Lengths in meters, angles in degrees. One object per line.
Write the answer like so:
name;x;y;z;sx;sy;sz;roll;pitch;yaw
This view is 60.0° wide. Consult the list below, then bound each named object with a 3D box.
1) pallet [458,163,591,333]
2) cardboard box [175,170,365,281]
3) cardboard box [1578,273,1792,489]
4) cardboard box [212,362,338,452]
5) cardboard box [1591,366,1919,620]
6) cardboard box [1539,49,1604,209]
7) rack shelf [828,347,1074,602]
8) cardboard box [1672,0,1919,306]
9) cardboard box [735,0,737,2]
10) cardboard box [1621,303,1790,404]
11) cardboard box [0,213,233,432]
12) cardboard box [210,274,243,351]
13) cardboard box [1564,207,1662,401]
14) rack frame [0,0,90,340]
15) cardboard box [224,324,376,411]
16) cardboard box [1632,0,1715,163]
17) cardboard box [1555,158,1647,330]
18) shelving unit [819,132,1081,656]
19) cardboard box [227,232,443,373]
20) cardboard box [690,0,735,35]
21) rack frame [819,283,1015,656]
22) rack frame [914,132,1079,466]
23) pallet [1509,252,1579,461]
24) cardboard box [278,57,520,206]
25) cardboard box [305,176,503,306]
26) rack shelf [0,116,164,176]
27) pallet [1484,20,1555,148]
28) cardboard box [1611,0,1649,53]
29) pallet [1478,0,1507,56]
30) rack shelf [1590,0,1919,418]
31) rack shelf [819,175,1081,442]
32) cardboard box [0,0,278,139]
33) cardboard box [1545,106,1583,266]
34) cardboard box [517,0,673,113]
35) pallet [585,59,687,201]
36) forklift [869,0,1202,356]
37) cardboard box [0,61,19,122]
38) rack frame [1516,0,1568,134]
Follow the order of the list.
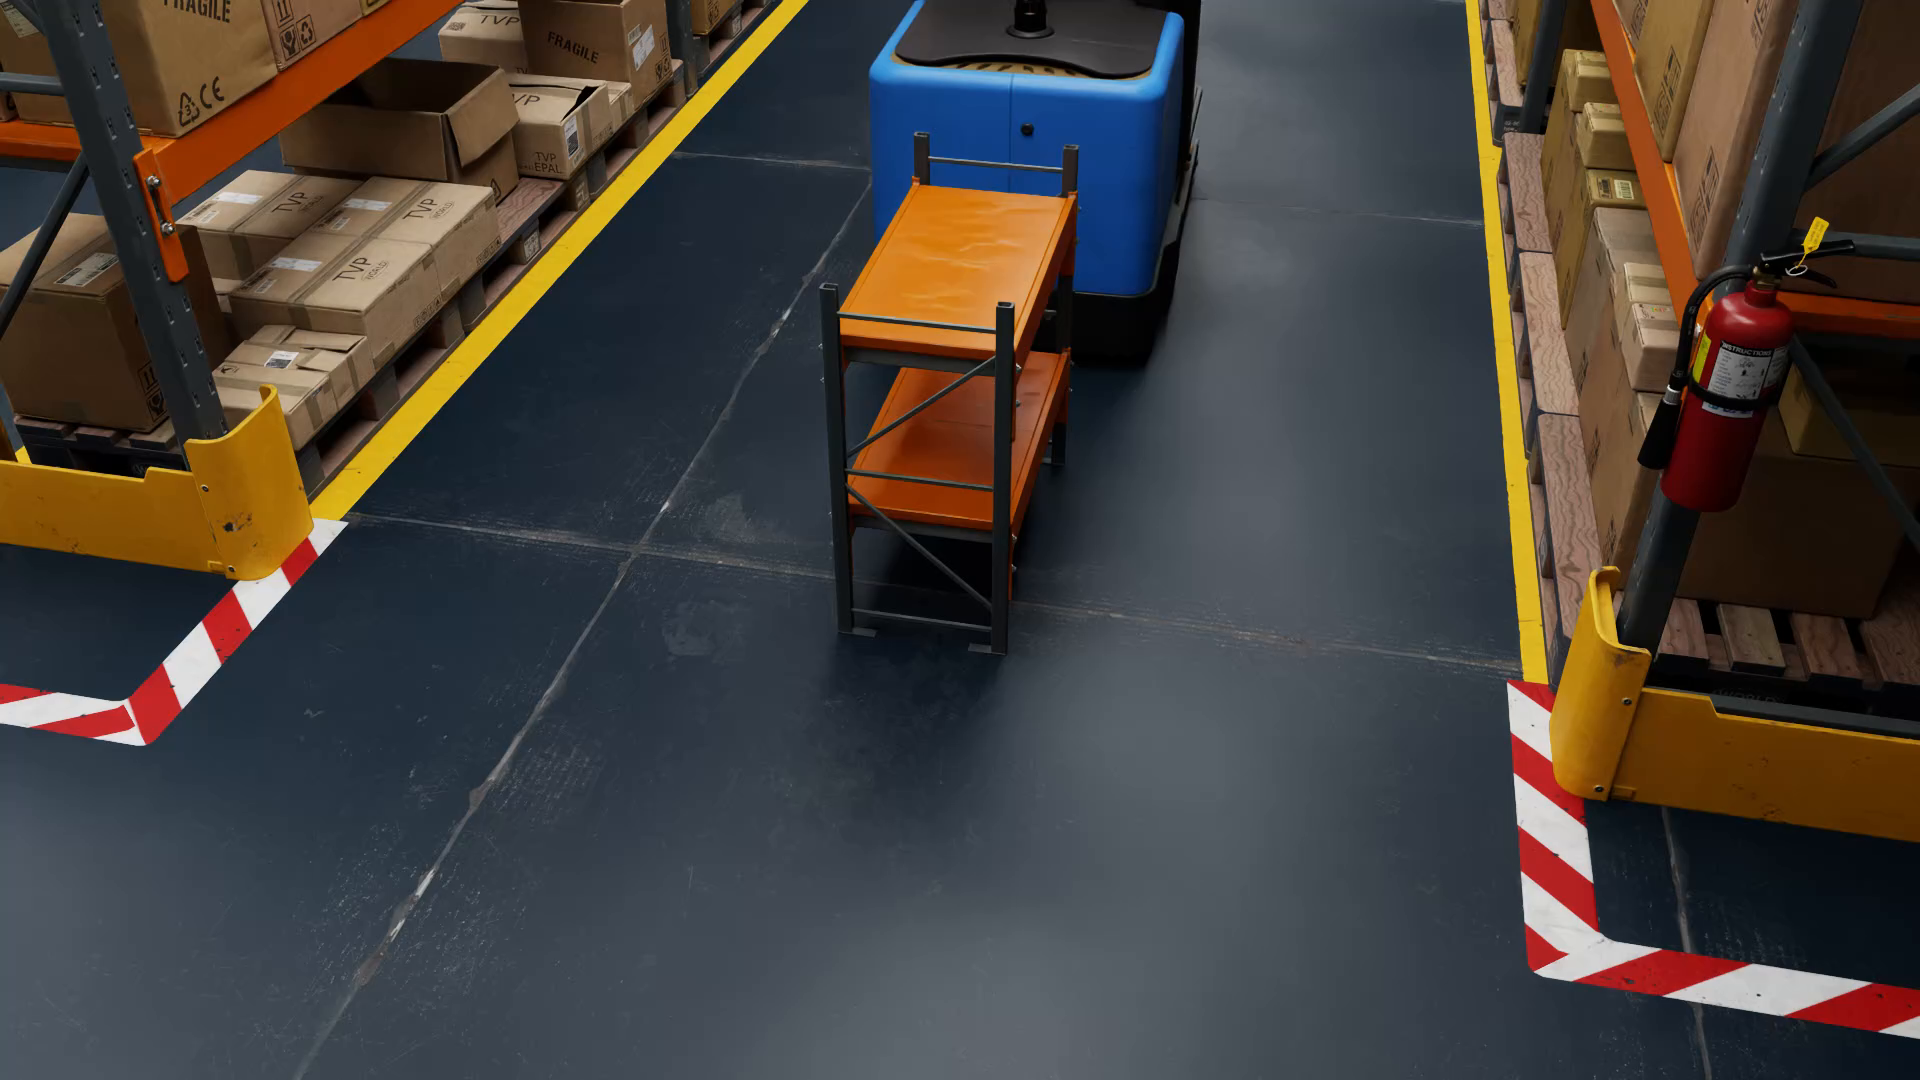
pallet;-2.224;-1.279;6.835;1.003;0.211;1.213;7;37;10
cardboard box;-2.564;-1.158;6.260;0.500;0.250;0.500;7;37;10
cardboard box;2.327;-0.450;5.086;0.700;0.500;0.500;7;37;10
cardboard box;-2.247;-0.431;5.342;0.380;0.149;0.250;7;37;10
cardboard box;2.220;-0.163;4.691;0.700;0.500;0.500;7;37;10
cardboard box;2.763;-1.626;6.710;0.700;0.500;0.500;8;37;11
rack shelf;-0.001;-0.254;5.058;0.538;0.278;1.000;7;37;10
cardboard box;2.267;-1.006;3.826;0.980;0.700;0.700;9;37;12
cardboard box;-1.373;-3.223;8.896;0.500;0.500;0.500;8;37;11
cardboard box;2.070;-0.522;4.633;0.380;0.149;0.250;7;37;9
cardboard box;-2.796;-0.718;5.440;0.500;0.500;0.500;7;37;10
cardboard box;-2.622;-0.804;5.843;0.380;0.166;0.250;7;37;10
cardboard box;2.434;-0.738;5.484;0.700;0.500;0.500;6;36;8
rack frame;-2.669;-1.209;4.363;0.949;2.616;0.053;7;37;10
cardboard box;-2.193;-0.581;5.535;0.380;0.166;0.250;7;37;10
cardboard box;2.412;-1.425;4.404;0.980;0.700;0.700;7;37;10
cardboard box;2.540;-1.045;5.907;0.700;0.500;0.500;8;37;11
shelving unit;-0.001;-0.452;4.915;0.538;1.125;1.048;7;37;10
cardboard box;-2.172;-0.837;5.817;0.500;0.250;0.500;7;37;10
cardboard box;-1.476;-2.916;8.472;0.500;0.500;0.500;6;36;8
rack frame;-0.110;-0.160;4.512;0.500;1.125;0.032;7;37;10
rack frame;0.107;-0.743;5.317;0.500;1.125;0.032;7;37;10
pallet;2.525;-0.627;5.936;1.003;0.211;1.213;7;37;10
cardboard box;-2.214;-1.593;6.644;0.797;0.503;0.637;7;37;10
cardboard box;-2.065;-1.124;6.213;0.500;0.250;0.500;7;37;10
rack shelf;-2.245;-2.144;6.099;0.919;0.124;3.809;7;37;10
pallet;3.114;-2.207;8.115;1.003;0.211;1.213;7;37;10
cardboard box;2.584;-1.861;5.005;0.980;0.700;0.700;6;36;8
pallet;3.372;-2.908;9.083;1.003;0.211;1.213;7;37;10
rack shelf;2.596;-1.446;5.303;1.077;0.370;4.000;7;37;10
rack shelf;-0.001;-0.689;4.743;0.538;0.278;1.000;7;37;10
cardboard box;-2.319;-1.472;4.639;0.500;0.500;0.500;8;37;11
cardboard box;2.652;-1.339;6.313;0.700;0.500;0.500;7;37;9
cardboard box;-1.662;-2.307;7.632;0.500;0.500;0.500;7;37;10
pallet;-1.965;-1.980;7.802;1.003;0.211;1.213;7;37;10
forklift;0.461;-2.717;6.502;1.130;2.935;3.031;7;36;9
cardboard box;-2.842;-1.541;4.735;0.500;0.500;0.500;8;37;11
rack frame;3.023;-2.884;6.673;1.000;3.000;0.127;7;37;10
